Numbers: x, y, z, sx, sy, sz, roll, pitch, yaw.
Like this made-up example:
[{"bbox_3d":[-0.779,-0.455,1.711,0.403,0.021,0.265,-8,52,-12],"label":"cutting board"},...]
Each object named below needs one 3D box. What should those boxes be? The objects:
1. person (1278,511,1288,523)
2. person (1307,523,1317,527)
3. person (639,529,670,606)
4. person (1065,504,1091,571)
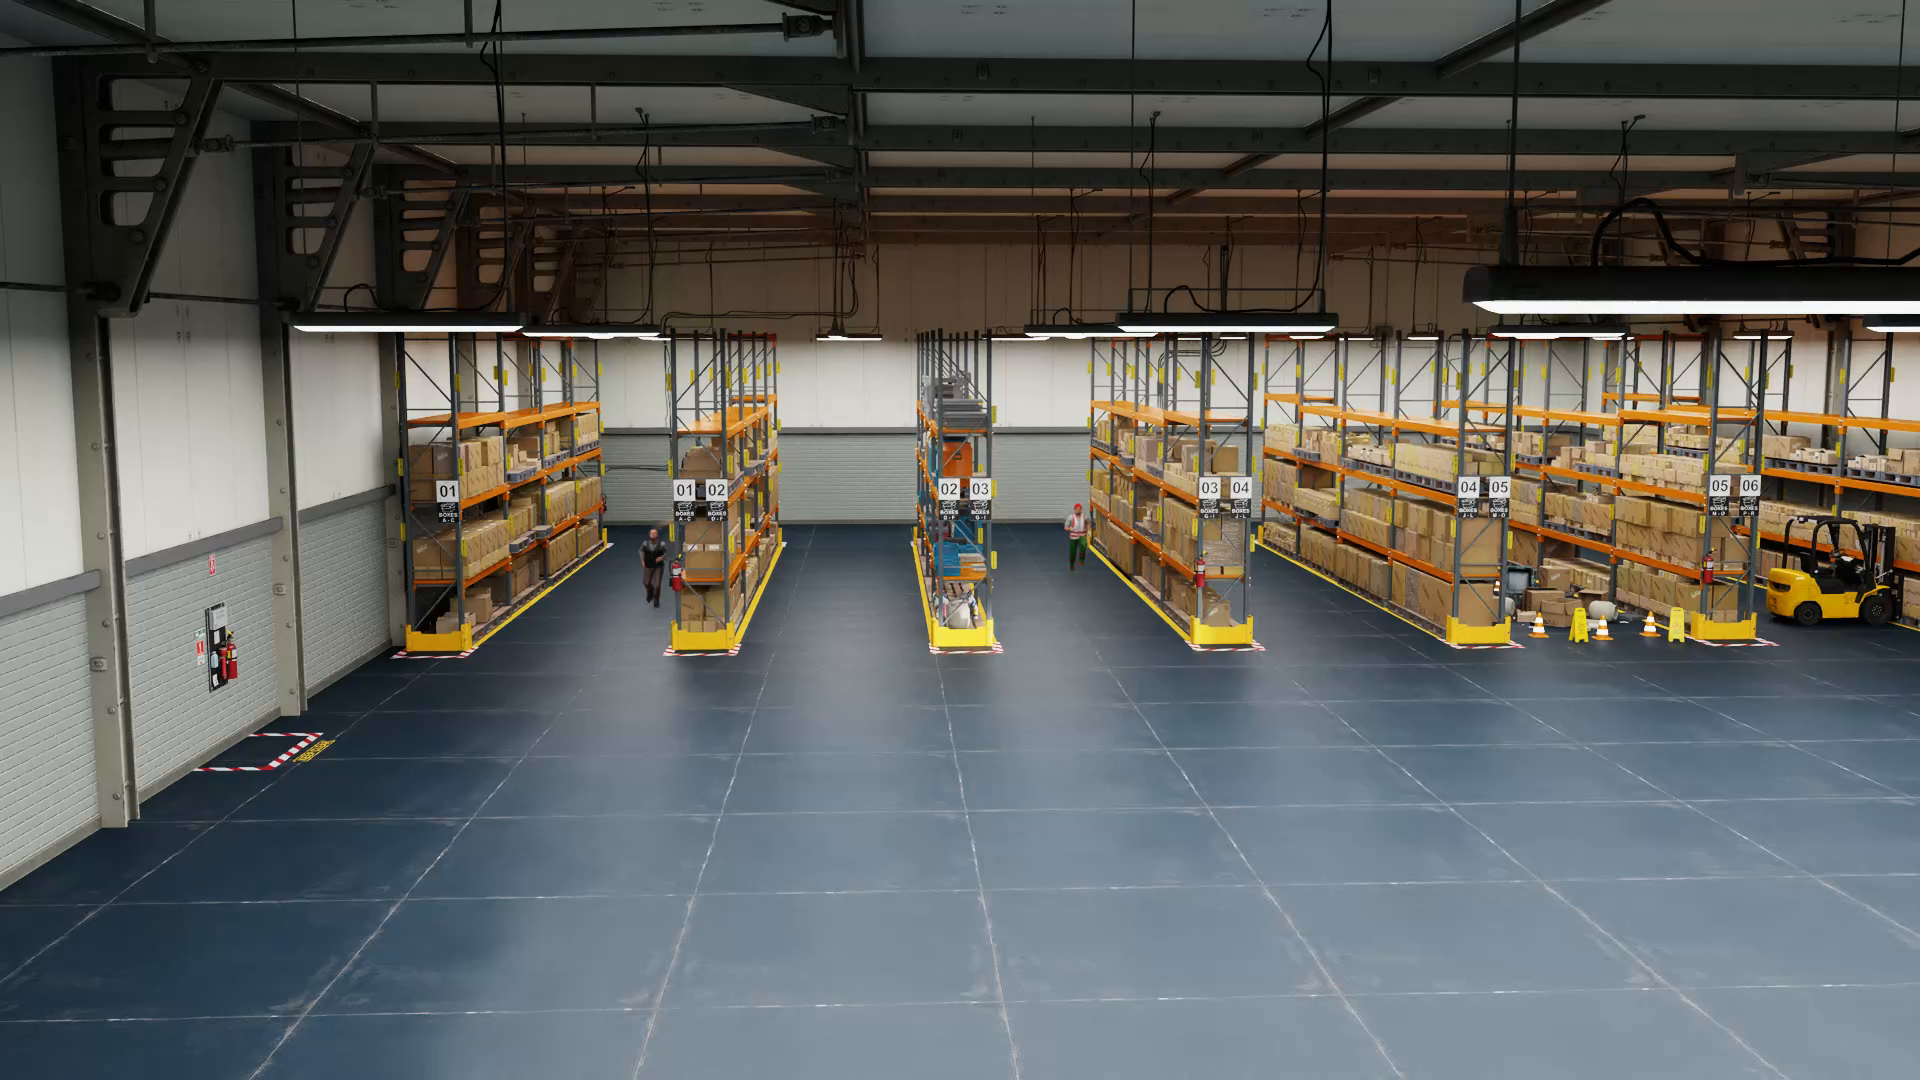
[{"bbox_3d":[9.553,-0.988,49.290,0.891,1.787,0.688,-4,8,-30],"label":"person"},{"bbox_3d":[10.288,-0.847,48.577,0.776,1.690,0.757,-3,7,-26],"label":"person"},{"bbox_3d":[-6.671,0.615,36.238,0.703,1.694,0.542,0,7,1],"label":"person"},{"bbox_3d":[2.908,-0.045,41.056,0.668,1.722,0.998,0,7,-3],"label":"person"}]
